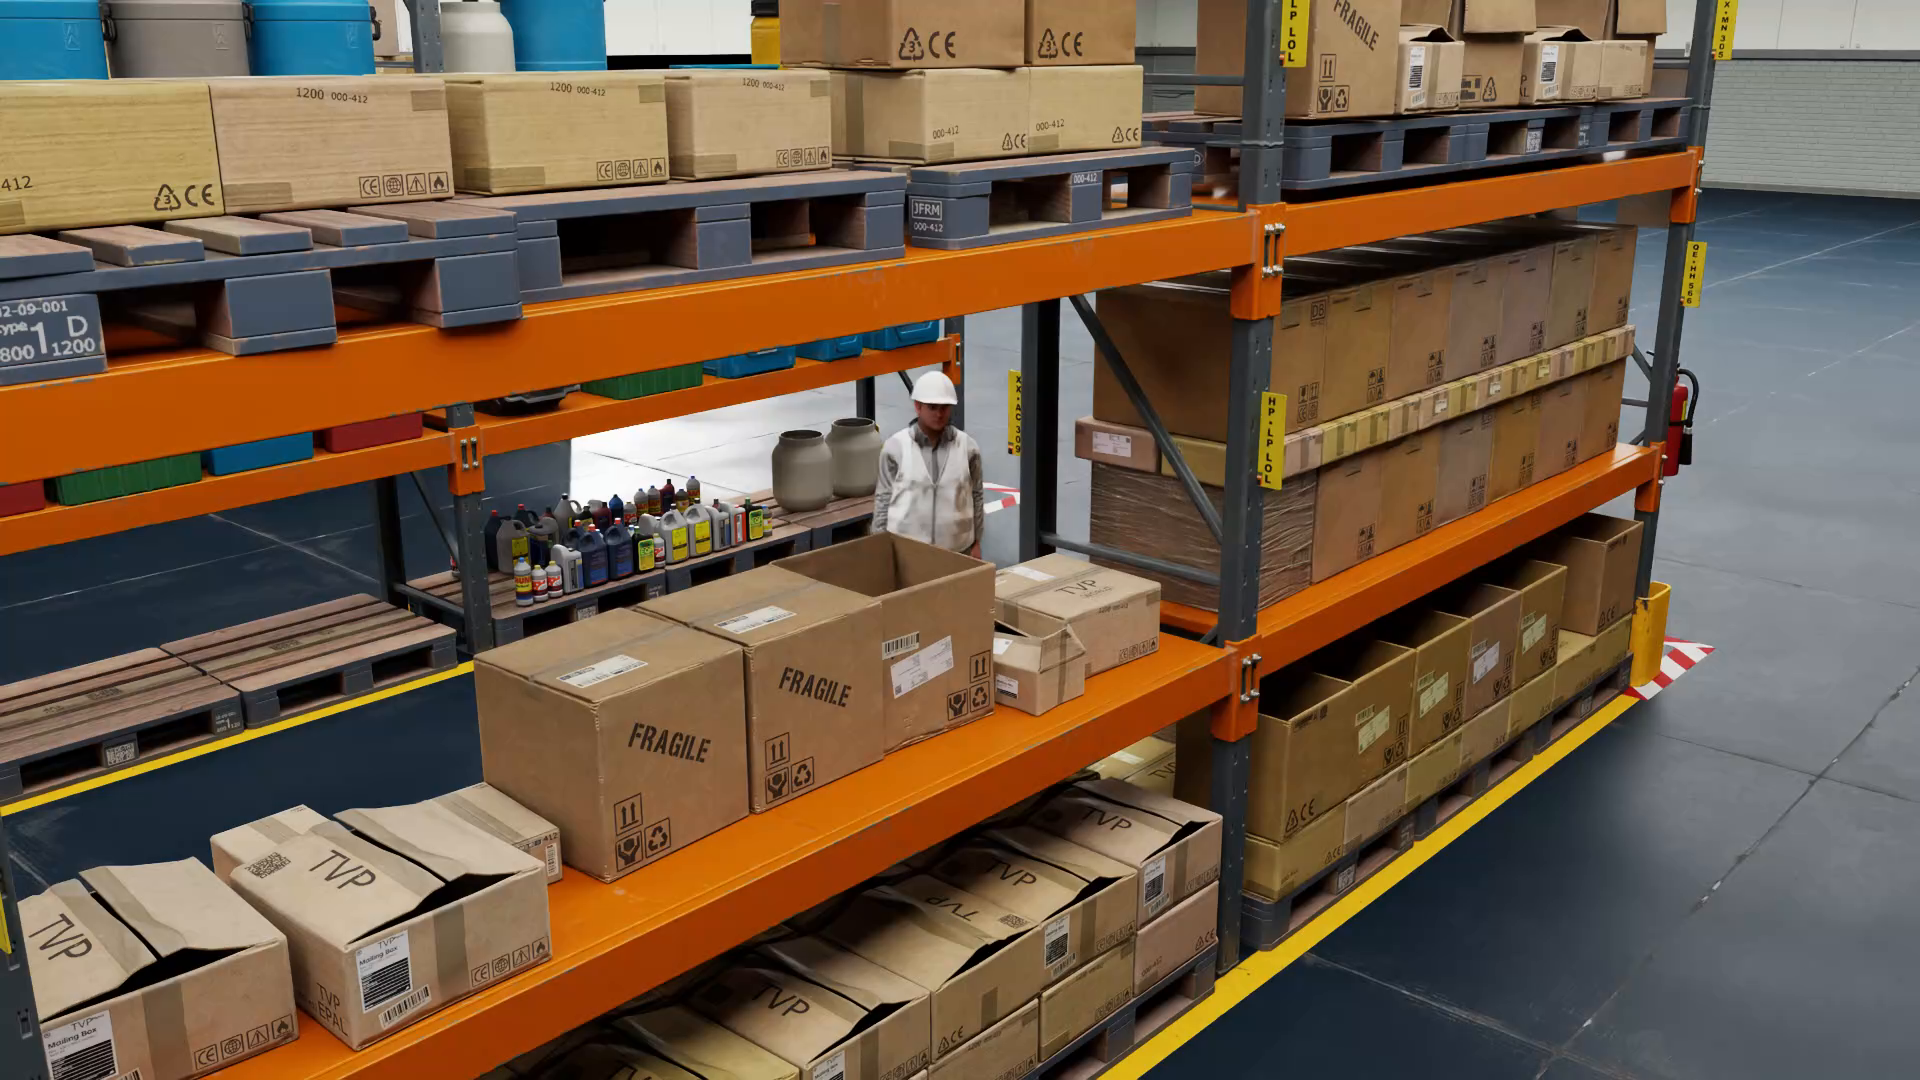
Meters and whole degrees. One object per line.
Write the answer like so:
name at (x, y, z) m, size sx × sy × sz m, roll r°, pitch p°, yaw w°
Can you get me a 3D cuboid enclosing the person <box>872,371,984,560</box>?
person at (-0.158, 0.034, 8.361) m, size 0.573 × 1.774 × 0.530 m, roll -2°, pitch 17°, yaw -6°
